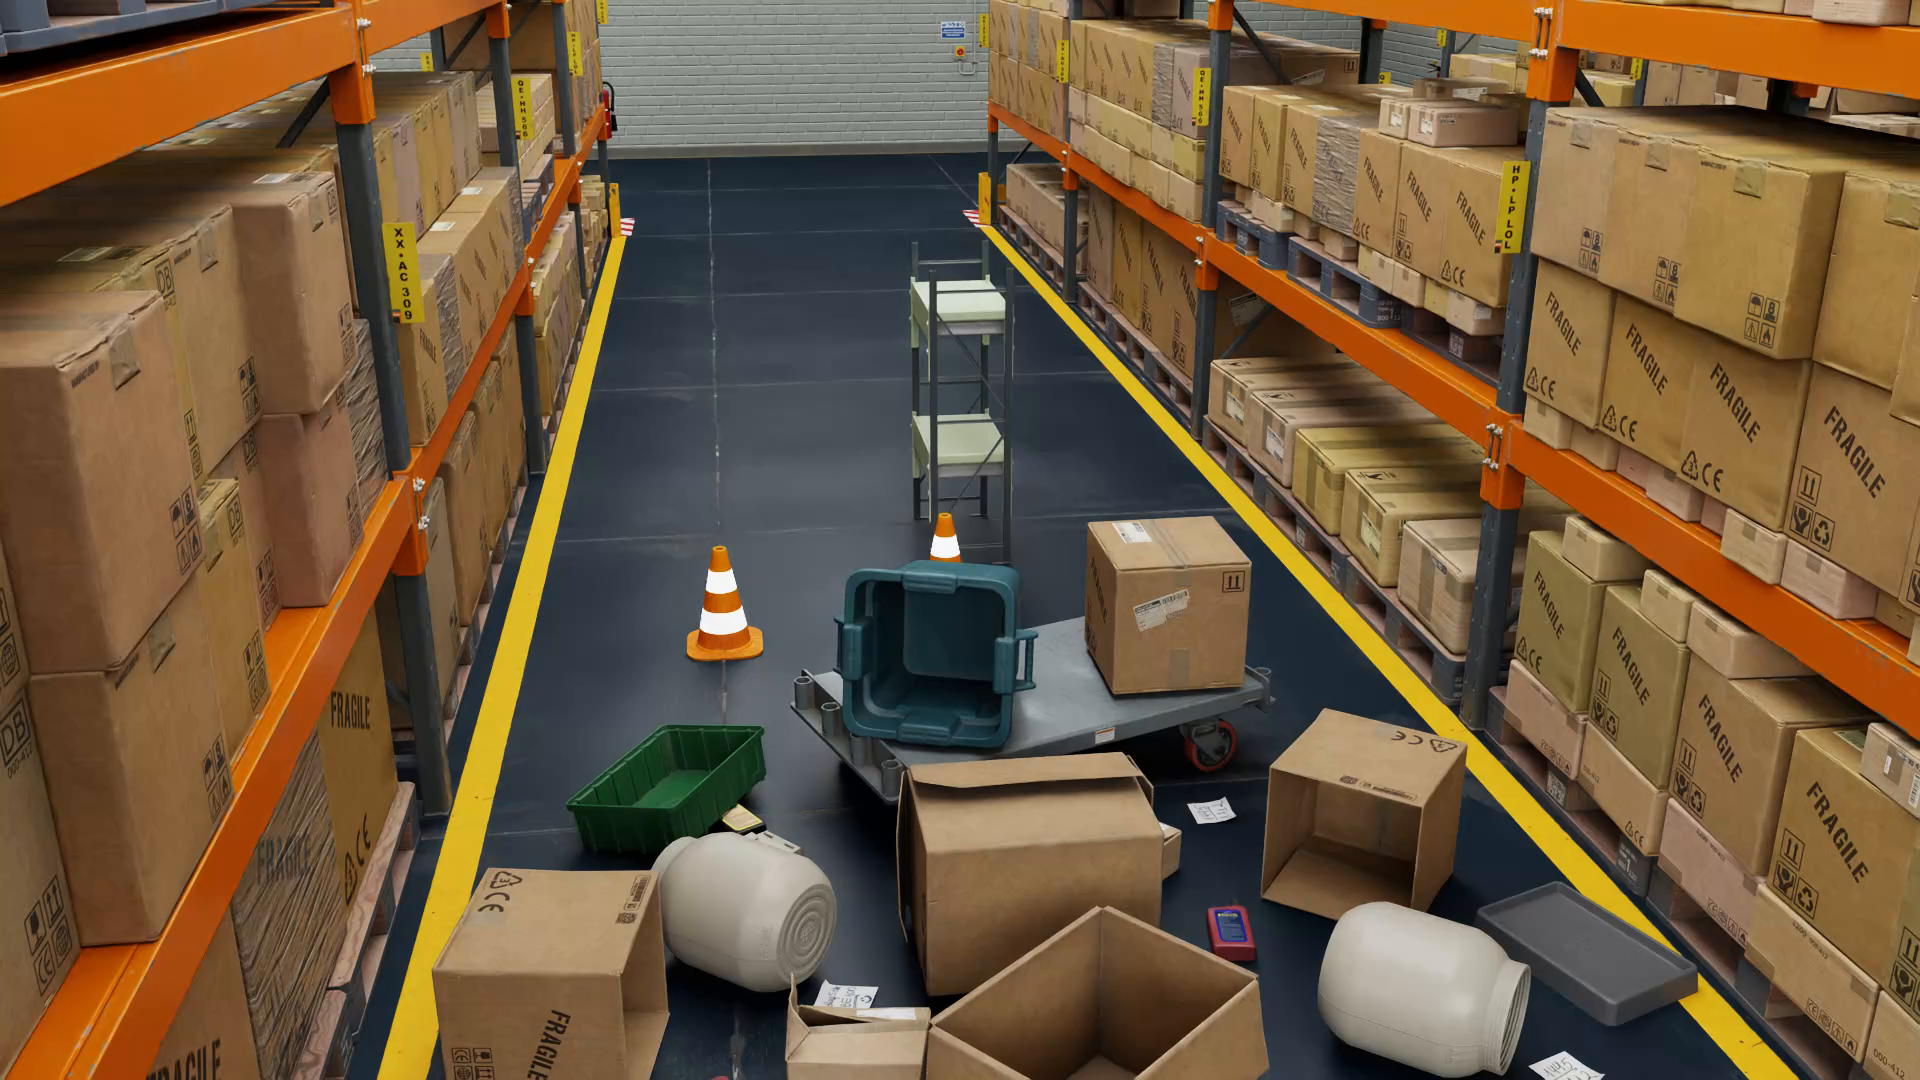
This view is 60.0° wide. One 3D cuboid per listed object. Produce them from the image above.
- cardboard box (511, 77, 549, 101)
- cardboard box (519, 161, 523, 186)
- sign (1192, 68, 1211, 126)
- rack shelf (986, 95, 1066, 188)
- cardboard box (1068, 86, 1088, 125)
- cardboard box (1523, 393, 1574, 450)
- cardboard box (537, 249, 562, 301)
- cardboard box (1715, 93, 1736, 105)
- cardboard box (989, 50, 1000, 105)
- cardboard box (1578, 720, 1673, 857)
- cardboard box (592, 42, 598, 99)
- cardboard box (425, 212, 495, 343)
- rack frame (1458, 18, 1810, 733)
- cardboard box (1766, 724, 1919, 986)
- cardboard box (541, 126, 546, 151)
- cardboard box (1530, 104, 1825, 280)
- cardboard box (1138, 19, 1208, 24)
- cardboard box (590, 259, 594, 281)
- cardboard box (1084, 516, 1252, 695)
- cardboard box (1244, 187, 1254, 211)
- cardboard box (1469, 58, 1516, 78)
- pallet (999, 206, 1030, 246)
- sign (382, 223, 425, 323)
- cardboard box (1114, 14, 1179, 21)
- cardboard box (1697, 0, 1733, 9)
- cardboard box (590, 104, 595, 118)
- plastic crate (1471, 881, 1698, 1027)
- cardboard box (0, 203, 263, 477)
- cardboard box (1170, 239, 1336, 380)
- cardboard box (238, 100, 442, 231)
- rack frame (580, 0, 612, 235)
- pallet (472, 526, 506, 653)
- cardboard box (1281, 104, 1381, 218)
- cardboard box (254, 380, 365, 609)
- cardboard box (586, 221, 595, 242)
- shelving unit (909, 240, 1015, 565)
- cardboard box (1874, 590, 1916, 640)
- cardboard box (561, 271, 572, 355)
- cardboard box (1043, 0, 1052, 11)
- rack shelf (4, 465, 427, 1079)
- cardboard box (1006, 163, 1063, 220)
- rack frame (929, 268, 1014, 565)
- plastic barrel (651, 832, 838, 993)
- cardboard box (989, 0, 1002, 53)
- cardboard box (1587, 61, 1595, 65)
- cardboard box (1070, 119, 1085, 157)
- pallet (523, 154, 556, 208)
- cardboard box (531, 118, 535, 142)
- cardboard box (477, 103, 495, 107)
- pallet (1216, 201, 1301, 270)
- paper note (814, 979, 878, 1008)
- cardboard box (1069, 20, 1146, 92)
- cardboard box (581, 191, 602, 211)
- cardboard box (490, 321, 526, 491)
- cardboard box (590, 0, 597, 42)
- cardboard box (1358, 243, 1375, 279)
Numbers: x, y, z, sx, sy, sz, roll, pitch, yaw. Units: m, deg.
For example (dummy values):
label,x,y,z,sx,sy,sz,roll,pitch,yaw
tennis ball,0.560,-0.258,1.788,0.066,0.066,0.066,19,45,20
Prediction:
label,x,y,z,sx,sy,sz,roll,pitch,yaw
cardboard box,-3.217,-3.300,12.172,0.380,0.149,0.250,-4,21,-9
cardboard box,-2.874,-2.210,10.104,0.380,0.149,0.250,-2,21,-5
sign,1.404,-2.577,9.674,0.100,0.325,0.005,-3,21,-8
rack shelf,1.088,-3.804,15.643,1.077,0.370,4.000,-3,21,-8
cardboard box,1.161,-3.446,13.156,0.500,0.250,0.500,-4,21,-9
cardboard box,2.257,-0.436,5.955,0.380,0.149,0.250,-3,21,-8
cardboard box,-2.923,-1.755,11.028,0.500,0.250,0.500,-3,21,-7
cardboard box,6.108,-3.334,12.947,0.396,0.266,0.258,-2,21,-5
cardboard box,0.585,-4.700,16.870,0.500,0.500,0.500,-3,21,-8
cardboard box,2.435,0.815,5.578,0.500,0.250,0.500,-2,21,-5
cardboard box,-3.696,-4.414,15.679,0.500,0.500,0.500,-3,21,-9
cardboard box,-2.380,-1.161,7.393,0.500,0.500,0.500,-3,21,-7
rack frame,2.529,-0.679,6.247,1.000,3.000,0.127,-3,21,-8
cardboard box,2.588,0.826,4.475,0.500,0.500,0.500,-3,21,-9
cardboard box,-3.147,-2.853,11.825,0.380,0.149,0.250,-4,21,-11
cardboard box,2.378,-1.170,5.565,0.700,0.500,0.500,-3,21,-8
cardboard box,1.689,-3.822,13.090,0.500,0.500,0.500,-2,21,-6
cardboard box,-3.280,-2.260,13.954,0.380,0.149,0.250,-2,21,-6
cardboard box,0.772,0.237,6.284,0.500,0.500,0.500,-3,21,-8
cardboard box,1.823,-1.921,9.332,0.380,0.149,0.250,-4,21,-11
cardboard box,5.583,-4.809,17.095,0.500,0.250,0.500,-3,21,-7
pallet,0.992,-3.254,17.128,1.003,0.211,1.213,-3,21,-8
sign,-1.805,-0.865,5.396,0.100,0.325,0.005,-3,21,-8
cardboard box,1.547,-4.141,13.945,0.500,0.500,0.500,-3,21,-7
cardboard box,2.459,-1.672,4.979,0.380,0.149,0.250,-3,21,-8
cardboard box,-3.648,-4.072,15.689,0.380,0.149,0.250,-2,21,-6
plastic crate,1.944,1.274,5.192,0.402,0.080,0.583,-11,23,-26
cardboard box,-2.199,-0.462,3.910,0.875,0.550,0.550,-3,21,-8
cardboard box,1.935,-1.509,10.905,0.875,0.875,0.875,-3,21,-8
cardboard box,-2.652,-1.609,7.165,0.700,0.500,0.500,-3,21,-8
rack frame,-4.084,-4.549,16.609,1.000,3.000,0.127,-3,21,-8
pallet,-2.719,0.225,7.811,1.003,0.211,1.213,-3,21,-8
cardboard box,1.954,-1.916,8.390,0.500,0.500,0.500,-3,21,-7
cardboard box,-2.188,-0.148,4.611,0.875,0.550,0.550,-3,21,-8
cardboard box,-3.465,-2.753,14.848,0.380,0.149,0.250,-3,21,-8
shelving unit,0.001,-0.700,8.448,0.431,1.500,0.755,-3,21,-8
cardboard box,2.639,0.175,4.320,0.380,0.149,0.250,-3,21,-8
cardboard box,-3.008,-1.591,11.661,0.500,0.500,0.500,-3,21,-9
cardboard box,0.934,-4.714,14.550,0.380,0.149,0.250,-3,21,-8
rack shelf,-2.066,0.635,3.757,1.077,0.370,4.000,-3,21,-8
cardboard box,0.994,-3.607,17.147,0.875,0.438,0.875,-4,21,-10
rack frame,0.054,-0.574,8.108,0.400,1.500,0.023,-3,21,-8
plastic barrel,-0.673,1.128,5.091,0.512,0.421,0.421,12,24,30
cardboard box,0.587,-5.168,16.695,0.500,0.500,0.500,-3,21,-9
cardboard box,6.180,-4.658,16.690,0.500,0.250,0.500,-2,21,-6
cardboard box,1.178,-3.213,13.246,0.500,0.250,0.500,-3,21,-9
pallet,-3.257,-2.373,11.056,1.003,0.211,1.213,-3,21,-8
cardboard box,-3.032,-2.714,11.030,0.380,0.149,0.250,-2,21,-6
cardboard box,-2.957,-2.670,10.487,0.380,0.149,0.250,-2,21,-5
pallet,2.161,-1.733,9.342,1.213,0.211,1.003,-3,21,-8
paper note,-0.348,1.378,4.994,0.172,0.023,0.155,4,21,11
cardboard box,1.155,-3.797,13.024,0.500,0.500,0.500,-3,21,-7
cardboard box,-3.546,-3.162,15.520,0.380,0.149,0.250,-2,21,-6
cardboard box,-2.932,-0.707,8.936,1.050,0.750,0.750,-3,21,-8
cardboard box,-3.772,-5.058,15.974,0.500,0.500,0.500,-3,21,-9
cardboard box,2.049,-1.276,7.605,0.380,0.149,0.250,-3,21,-8
